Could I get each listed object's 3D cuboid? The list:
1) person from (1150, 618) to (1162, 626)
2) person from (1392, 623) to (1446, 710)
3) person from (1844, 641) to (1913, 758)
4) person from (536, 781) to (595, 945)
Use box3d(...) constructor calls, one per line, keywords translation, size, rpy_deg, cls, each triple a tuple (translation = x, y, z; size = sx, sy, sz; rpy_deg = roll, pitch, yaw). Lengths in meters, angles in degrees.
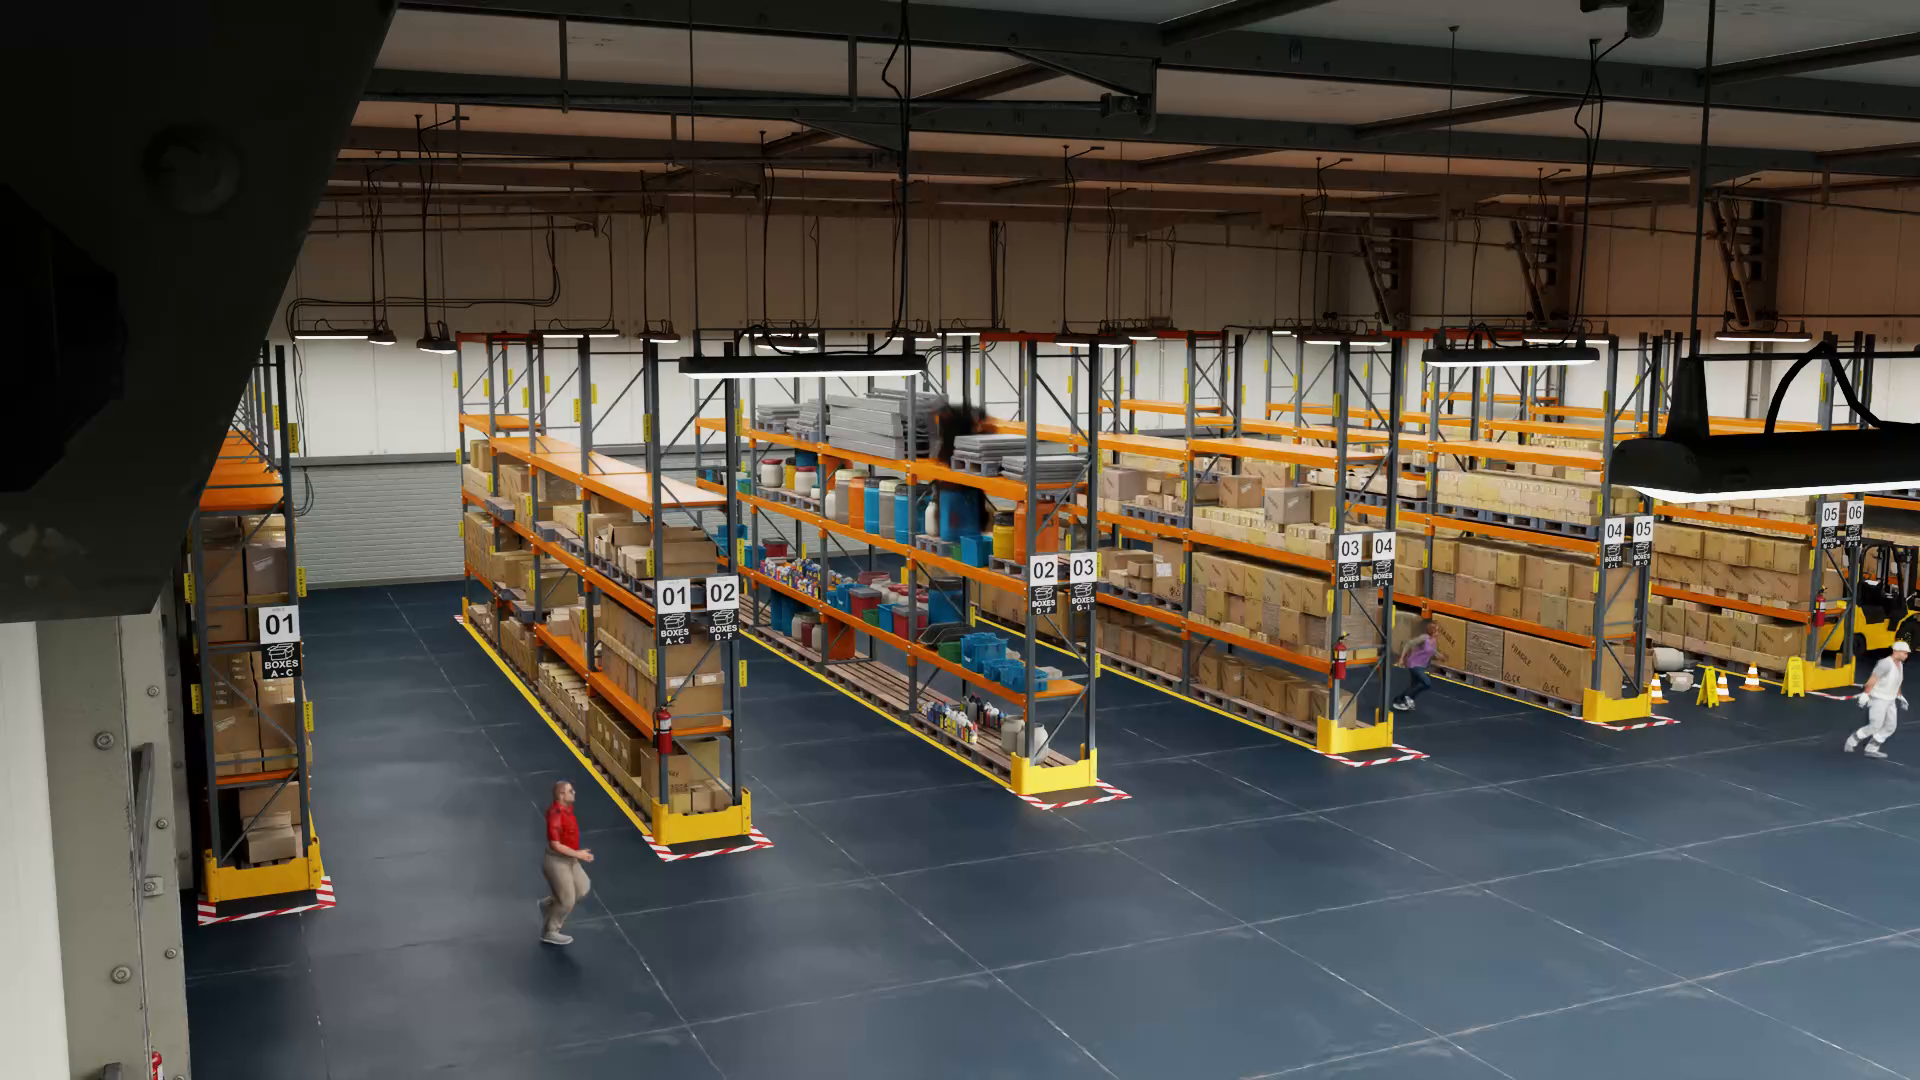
box3d(translation=(4.022, 1.133, 32.735), size=(0.590, 1.613, 0.684), rpy_deg=(-7, 10, -41), cls="person")
box3d(translation=(7.349, 2.026, 26.563), size=(0.882, 1.460, 0.516), rpy_deg=(6, 10, 40), cls="person")
box3d(translation=(13.172, 2.278, 23.823), size=(0.818, 1.695, 0.686), rpy_deg=(-6, 10, -37), cls="person")
box3d(translation=(-4.001, 3.253, 16.821), size=(0.641, 1.681, 0.642), rpy_deg=(0, 8, -4), cls="person")
